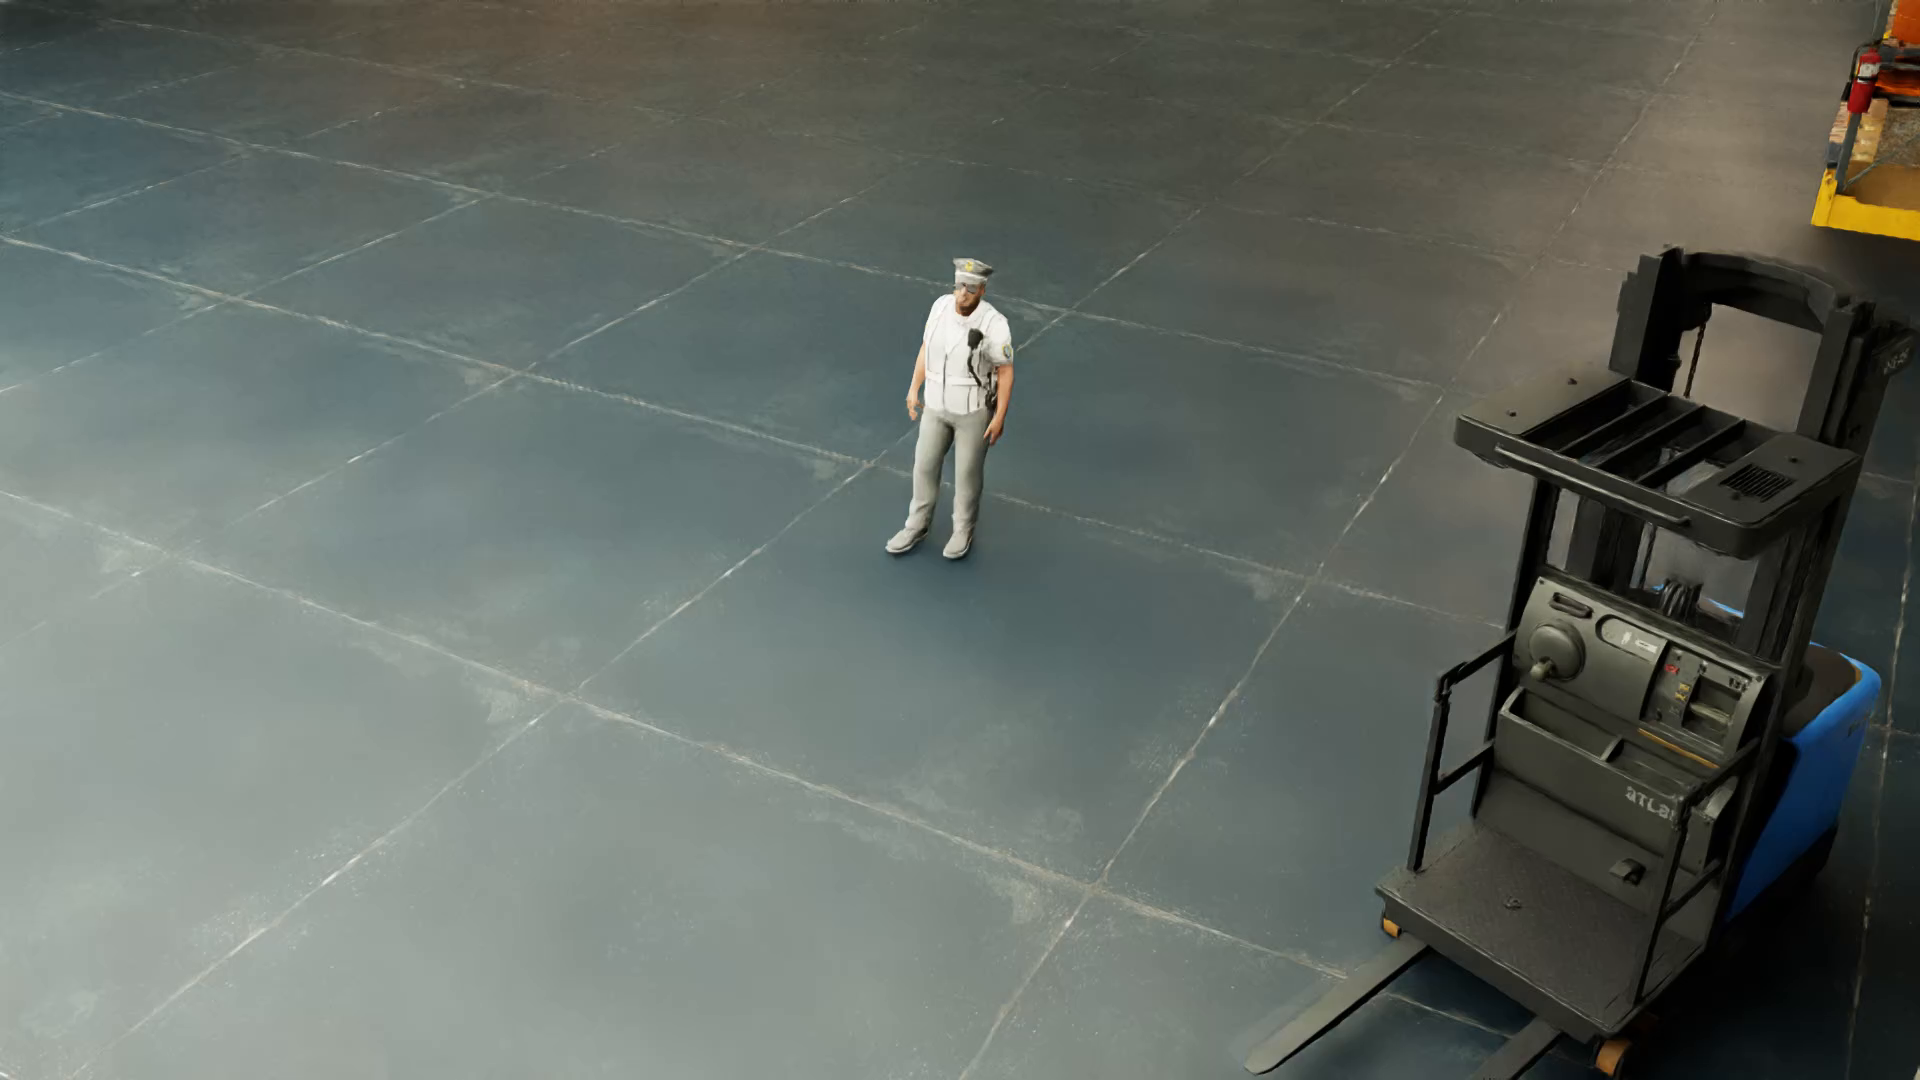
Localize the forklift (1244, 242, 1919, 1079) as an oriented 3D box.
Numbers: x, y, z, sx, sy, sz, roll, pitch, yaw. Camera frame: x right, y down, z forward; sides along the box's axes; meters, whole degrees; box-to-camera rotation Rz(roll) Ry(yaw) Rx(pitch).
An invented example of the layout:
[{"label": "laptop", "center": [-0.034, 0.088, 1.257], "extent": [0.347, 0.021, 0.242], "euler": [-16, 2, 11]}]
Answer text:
[{"label": "forklift", "center": [2.412, 0.504, 6.197], "extent": [3.031, 2.935, 1.130], "euler": [-24, 37, -35]}]

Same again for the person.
[{"label": "person", "center": [-0.048, -0.747, 9.500], "extent": [0.640, 1.781, 0.574], "euler": [15, 33, 25]}]
